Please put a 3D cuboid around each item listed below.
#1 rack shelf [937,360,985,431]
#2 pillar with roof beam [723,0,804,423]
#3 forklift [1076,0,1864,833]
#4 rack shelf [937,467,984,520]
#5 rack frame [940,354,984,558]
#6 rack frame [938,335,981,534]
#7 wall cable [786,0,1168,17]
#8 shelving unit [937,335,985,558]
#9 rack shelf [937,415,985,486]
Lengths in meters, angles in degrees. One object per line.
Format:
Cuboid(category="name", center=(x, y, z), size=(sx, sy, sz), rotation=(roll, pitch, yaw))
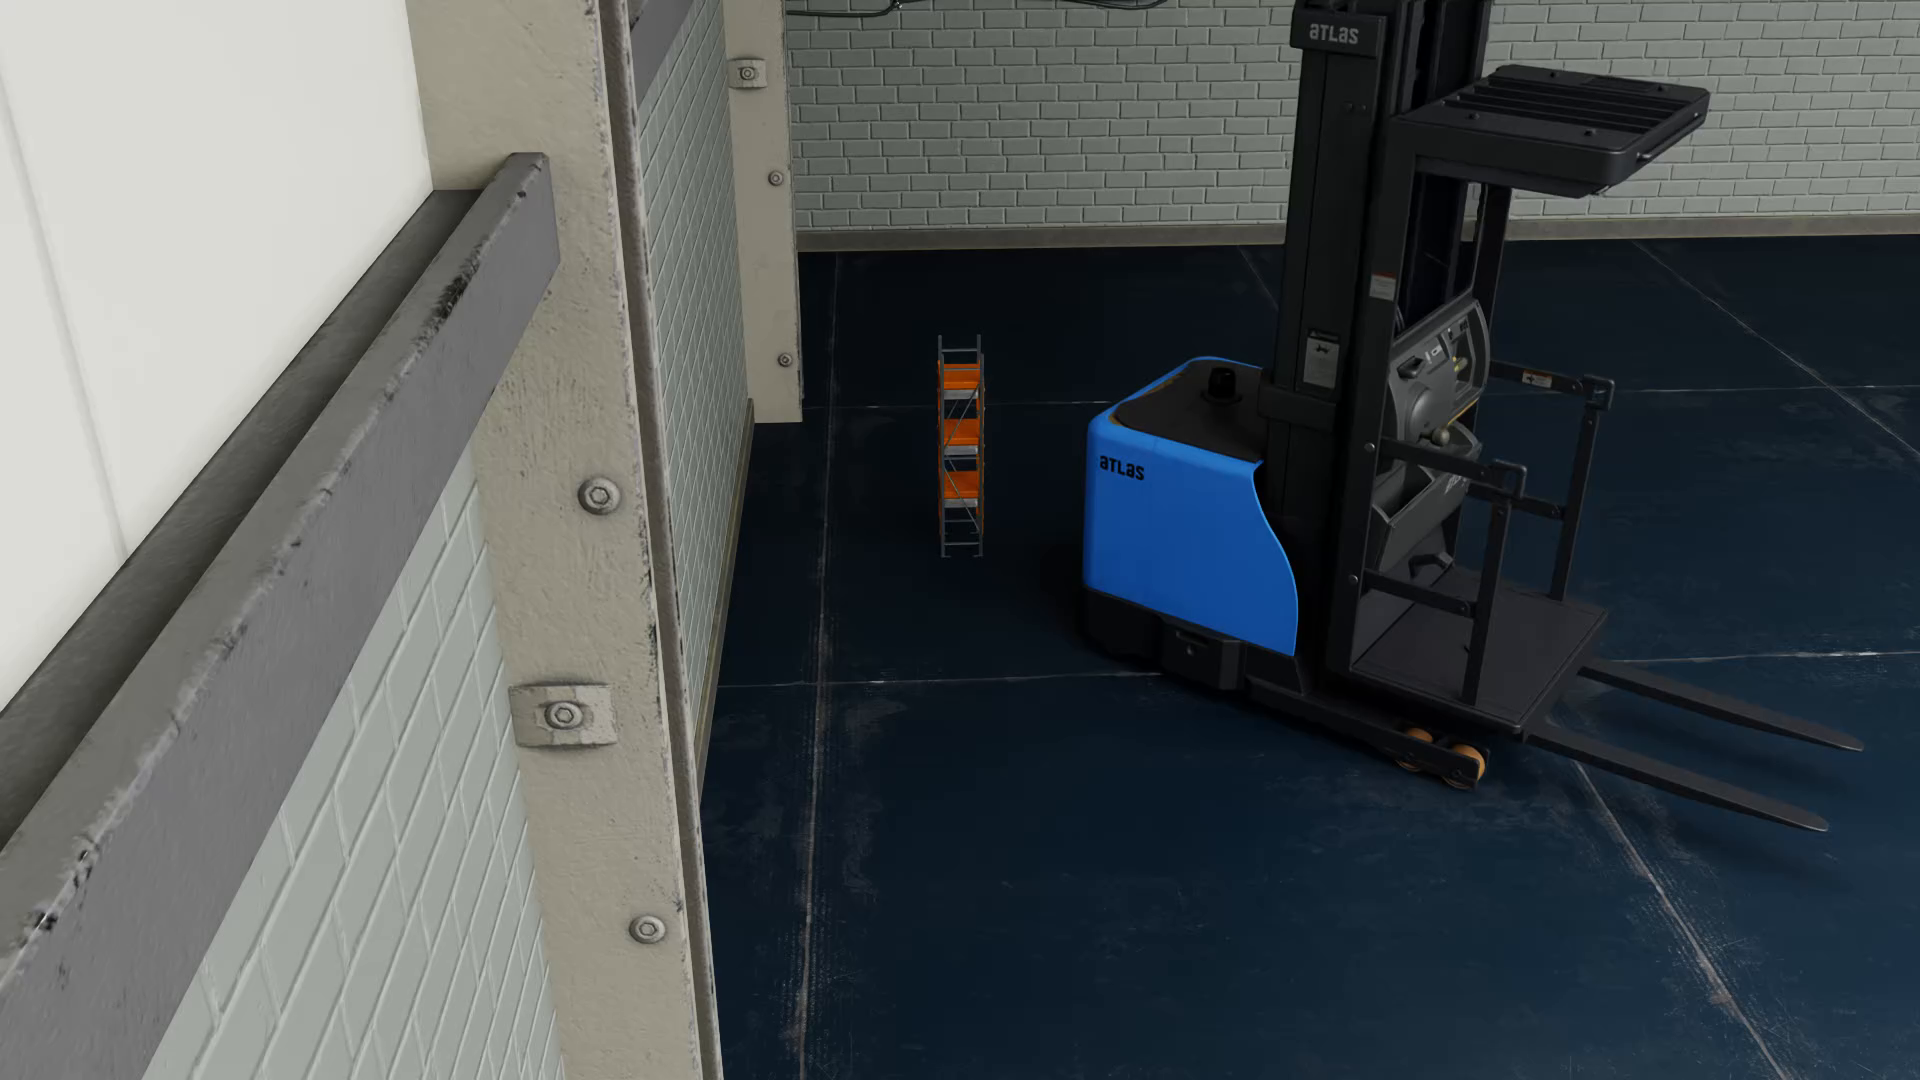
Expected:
Cuboid(category="rack shelf", center=(0.003, -0.683, 7.833), size=(0.215, 0.259, 0.240), rotation=(-1, 28, -3))
Cuboid(category="pillar with roof beam", center=(3.227, -4.860, 7.838), size=(9.100, 9.000, 0.400), rotation=(-1, 28, -3))
Cuboid(category="forklift", center=(2.004, -0.620, 6.270), size=(3.031, 2.935, 1.130), rotation=(19, 33, 32))
Cuboid(category="rack shelf", center=(0.003, -0.185, 8.093), size=(0.215, 0.259, 0.240), rotation=(-1, 28, -3))
Cuboid(category="rack frame", center=(0.009, -0.384, 7.852), size=(0.200, 1.050, 0.008), rotation=(-1, 28, -3))
Cuboid(category="rack frame", center=(-0.004, -0.497, 8.068), size=(0.200, 1.050, 0.008), rotation=(-1, 28, -3))
Cuboid(category="wall cable", center=(0.095, -4.772, 11.026), size=(3.097, 2.526, 0.112), rotation=(-1, 28, -3))
Cuboid(category="shelving unit", center=(0.003, -0.441, 7.960), size=(0.215, 1.050, 0.252), rotation=(-1, 28, -3))
Cuboid(category="rack shelf", center=(0.003, -0.431, 7.965), size=(0.215, 0.259, 0.240), rotation=(-1, 28, -3))
